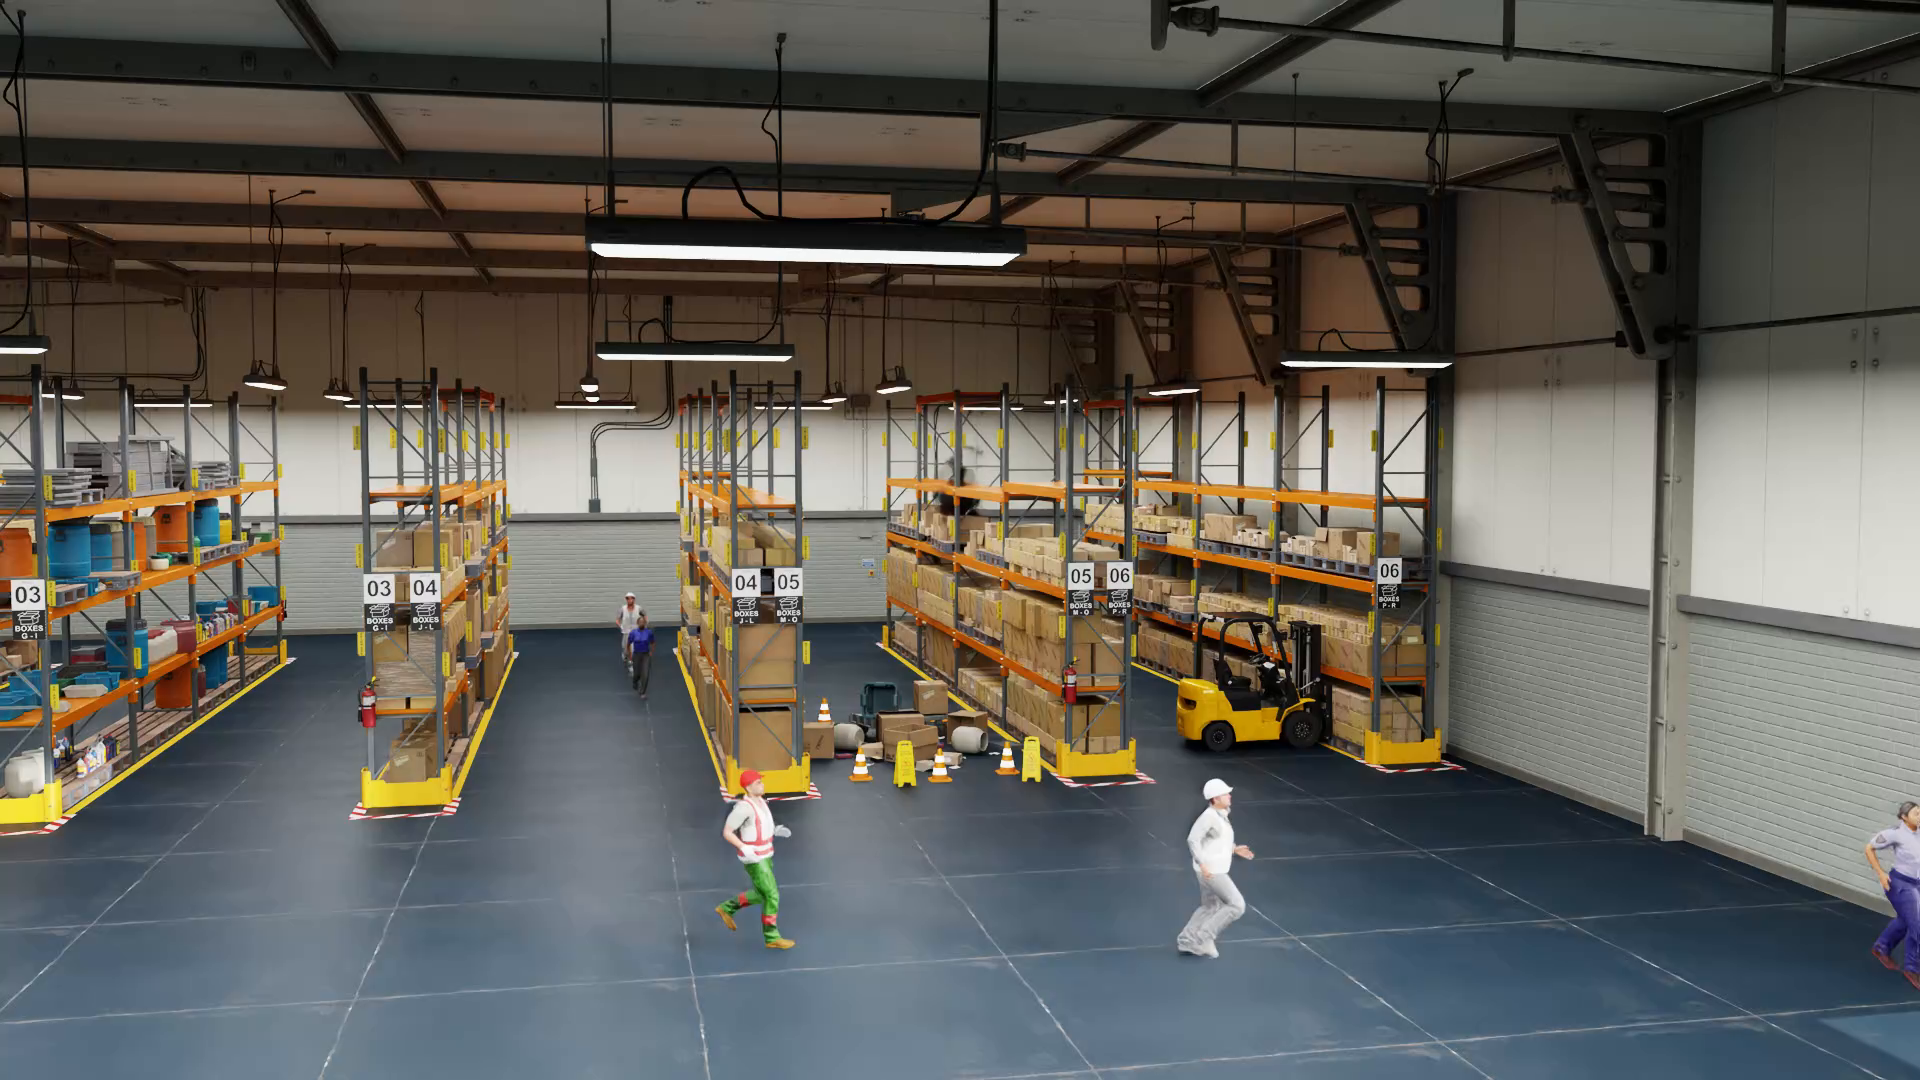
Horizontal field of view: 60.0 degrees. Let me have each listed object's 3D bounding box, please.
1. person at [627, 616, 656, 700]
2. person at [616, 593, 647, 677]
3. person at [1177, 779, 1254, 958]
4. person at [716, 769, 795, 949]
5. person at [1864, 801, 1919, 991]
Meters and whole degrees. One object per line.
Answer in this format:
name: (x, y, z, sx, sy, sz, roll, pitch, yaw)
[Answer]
person: (-6.213, 2.281, 32.406, 0.558, 1.608, 0.592, -1, 4, -18)
person: (-7.031, 2.010, 35.605, 0.664, 1.780, 0.873, -1, 3, -11)
person: (2.466, 3.174, 16.095, 0.733, 1.725, 0.595, 1, 3, 13)
person: (-2.044, 3.143, 16.441, 0.876, 1.761, 0.669, 1, 4, 15)
person: (8.769, 3.267, 15.406, 0.583, 1.709, 0.742, -2, 4, -25)
